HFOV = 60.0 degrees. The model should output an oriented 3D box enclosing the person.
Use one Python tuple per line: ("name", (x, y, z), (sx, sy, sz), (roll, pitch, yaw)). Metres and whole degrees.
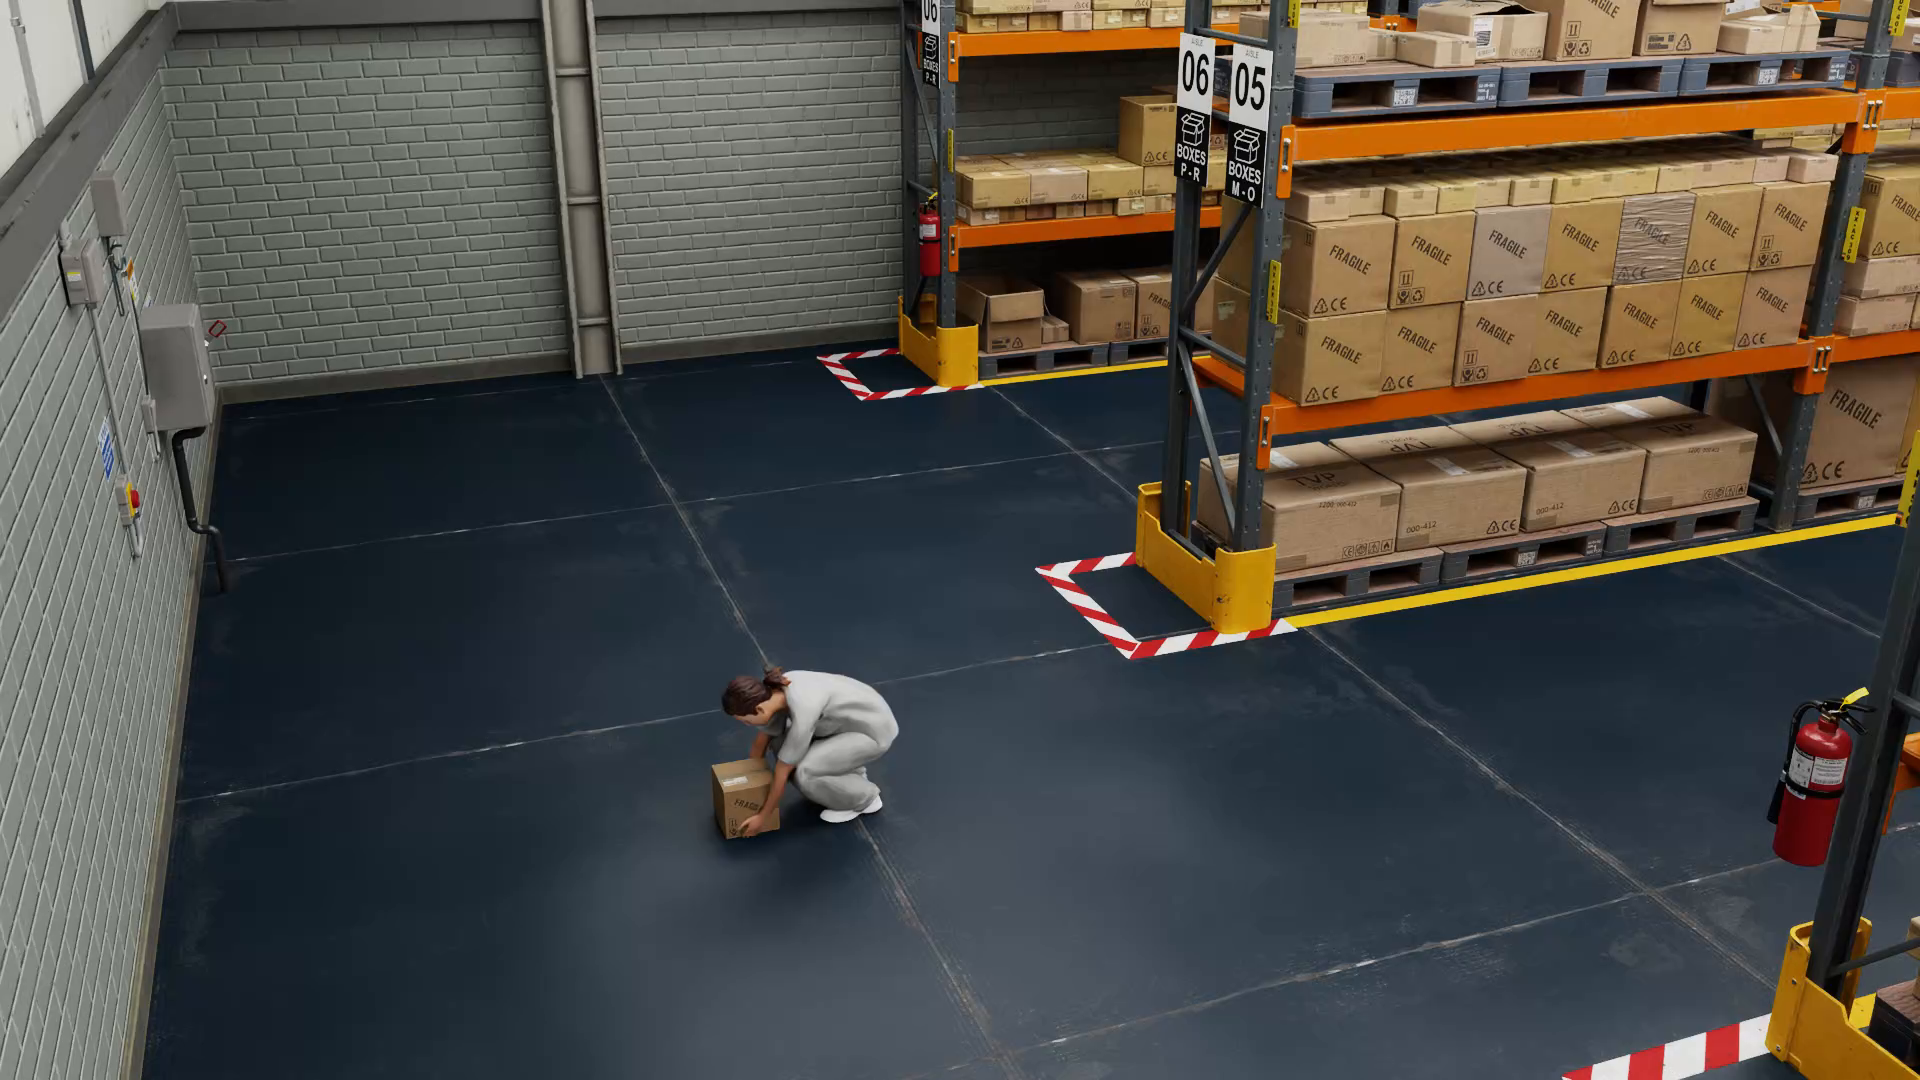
("person", (-0.684, 0.913, 7.619), (0.813, 0.809, 0.478), (-8, 24, -19))
